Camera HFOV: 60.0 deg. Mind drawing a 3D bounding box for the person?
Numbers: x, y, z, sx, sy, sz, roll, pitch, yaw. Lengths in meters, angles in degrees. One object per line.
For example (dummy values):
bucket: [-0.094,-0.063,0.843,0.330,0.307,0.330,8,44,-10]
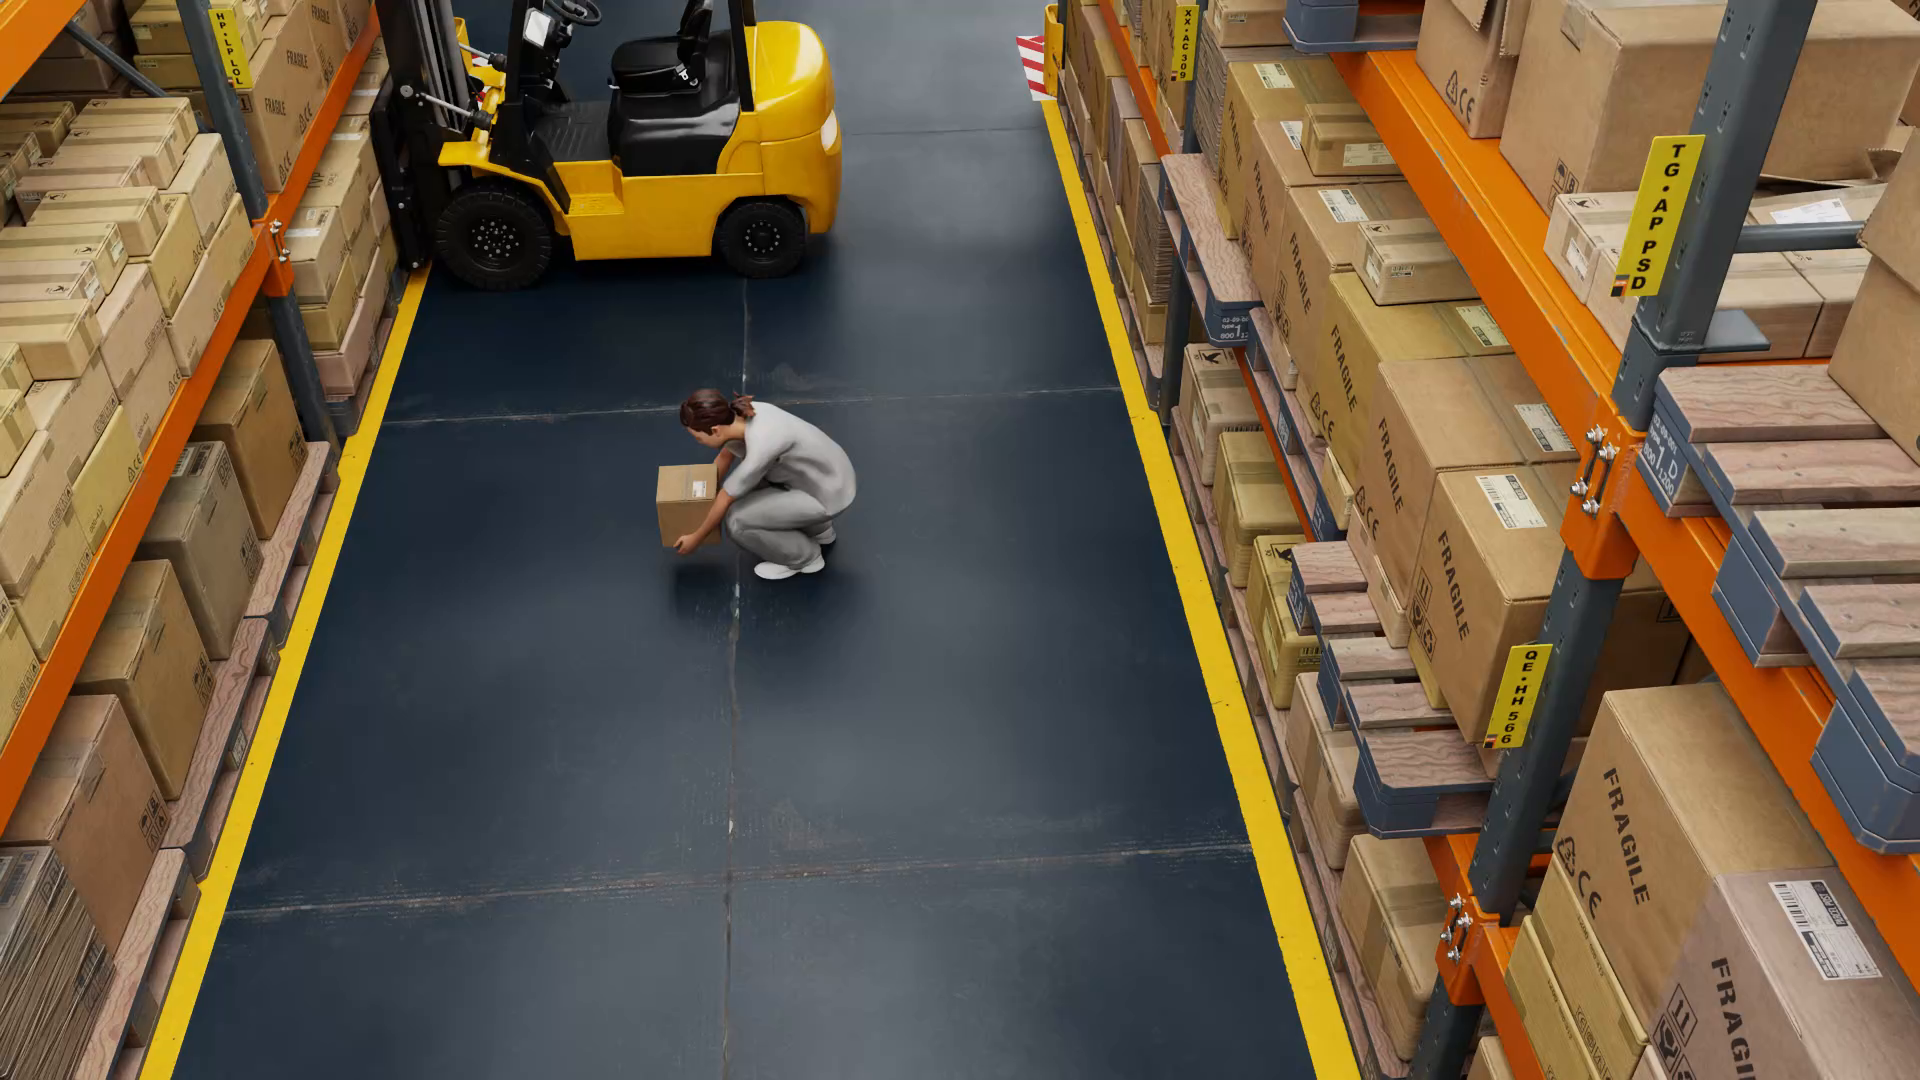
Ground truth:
person: [-0.842,-0.276,7.083,0.794,0.939,0.471,-3,39,-4]
